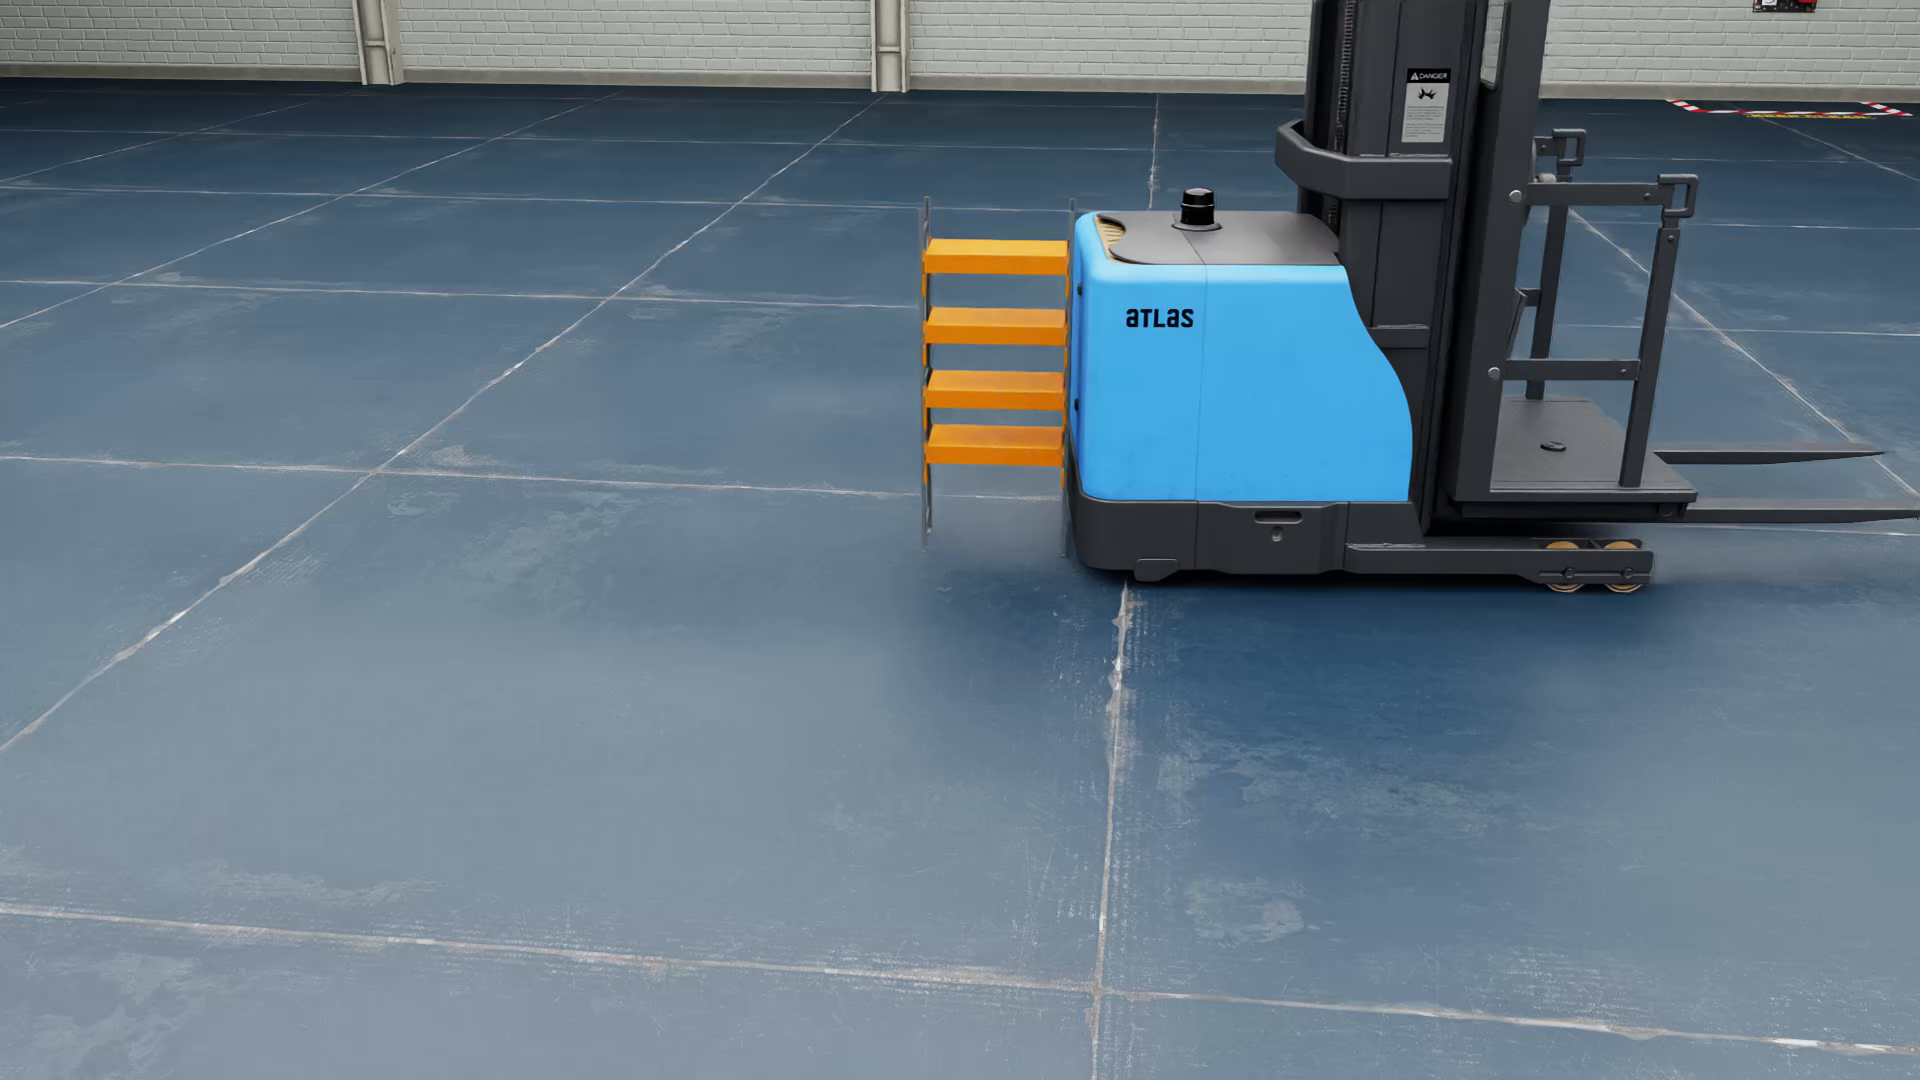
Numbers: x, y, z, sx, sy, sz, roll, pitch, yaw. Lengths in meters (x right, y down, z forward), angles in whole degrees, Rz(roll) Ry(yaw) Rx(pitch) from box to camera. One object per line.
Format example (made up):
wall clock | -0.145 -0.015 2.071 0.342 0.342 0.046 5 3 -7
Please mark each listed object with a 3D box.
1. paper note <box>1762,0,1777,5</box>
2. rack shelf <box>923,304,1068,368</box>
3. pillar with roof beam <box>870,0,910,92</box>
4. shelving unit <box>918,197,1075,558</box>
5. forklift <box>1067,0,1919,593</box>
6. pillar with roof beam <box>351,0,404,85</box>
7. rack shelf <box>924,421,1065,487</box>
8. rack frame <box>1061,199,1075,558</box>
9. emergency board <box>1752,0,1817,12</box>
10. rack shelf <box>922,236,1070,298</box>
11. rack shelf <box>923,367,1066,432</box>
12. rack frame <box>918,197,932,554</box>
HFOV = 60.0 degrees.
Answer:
paper note | 8.518 -5.704 17.485 0.142 0.148 0.016 2 22 6
rack shelf | 0.125 -0.693 5.636 0.480 0.148 0.258 2 22 4
pillar with roof beam | -1.288 -7.697 13.169 0.400 9.000 9.100 2 22 6
shelving unit | 0.125 -0.548 5.693 0.503 1.200 0.258 2 22 4
forklift | 1.913 -1.385 5.457 3.031 2.935 1.130 0 22 0
pillar with roof beam | -7.247 -7.956 13.825 0.400 9.000 9.100 2 22 6
rack shelf | 0.125 -0.300 5.791 0.480 0.148 0.258 2 22 4
rack frame | 0.368 -0.541 5.677 0.015 1.200 0.240 2 22 4
emergency board | 8.685 -6.080 17.240 0.643 1.169 0.194 2 22 6
rack shelf | 0.125 -0.913 5.549 0.480 0.148 0.258 2 22 4
rack shelf | 0.125 -0.485 5.718 0.480 0.148 0.258 2 22 4
rack frame | -0.119 -0.554 5.709 0.015 1.200 0.240 2 22 4
